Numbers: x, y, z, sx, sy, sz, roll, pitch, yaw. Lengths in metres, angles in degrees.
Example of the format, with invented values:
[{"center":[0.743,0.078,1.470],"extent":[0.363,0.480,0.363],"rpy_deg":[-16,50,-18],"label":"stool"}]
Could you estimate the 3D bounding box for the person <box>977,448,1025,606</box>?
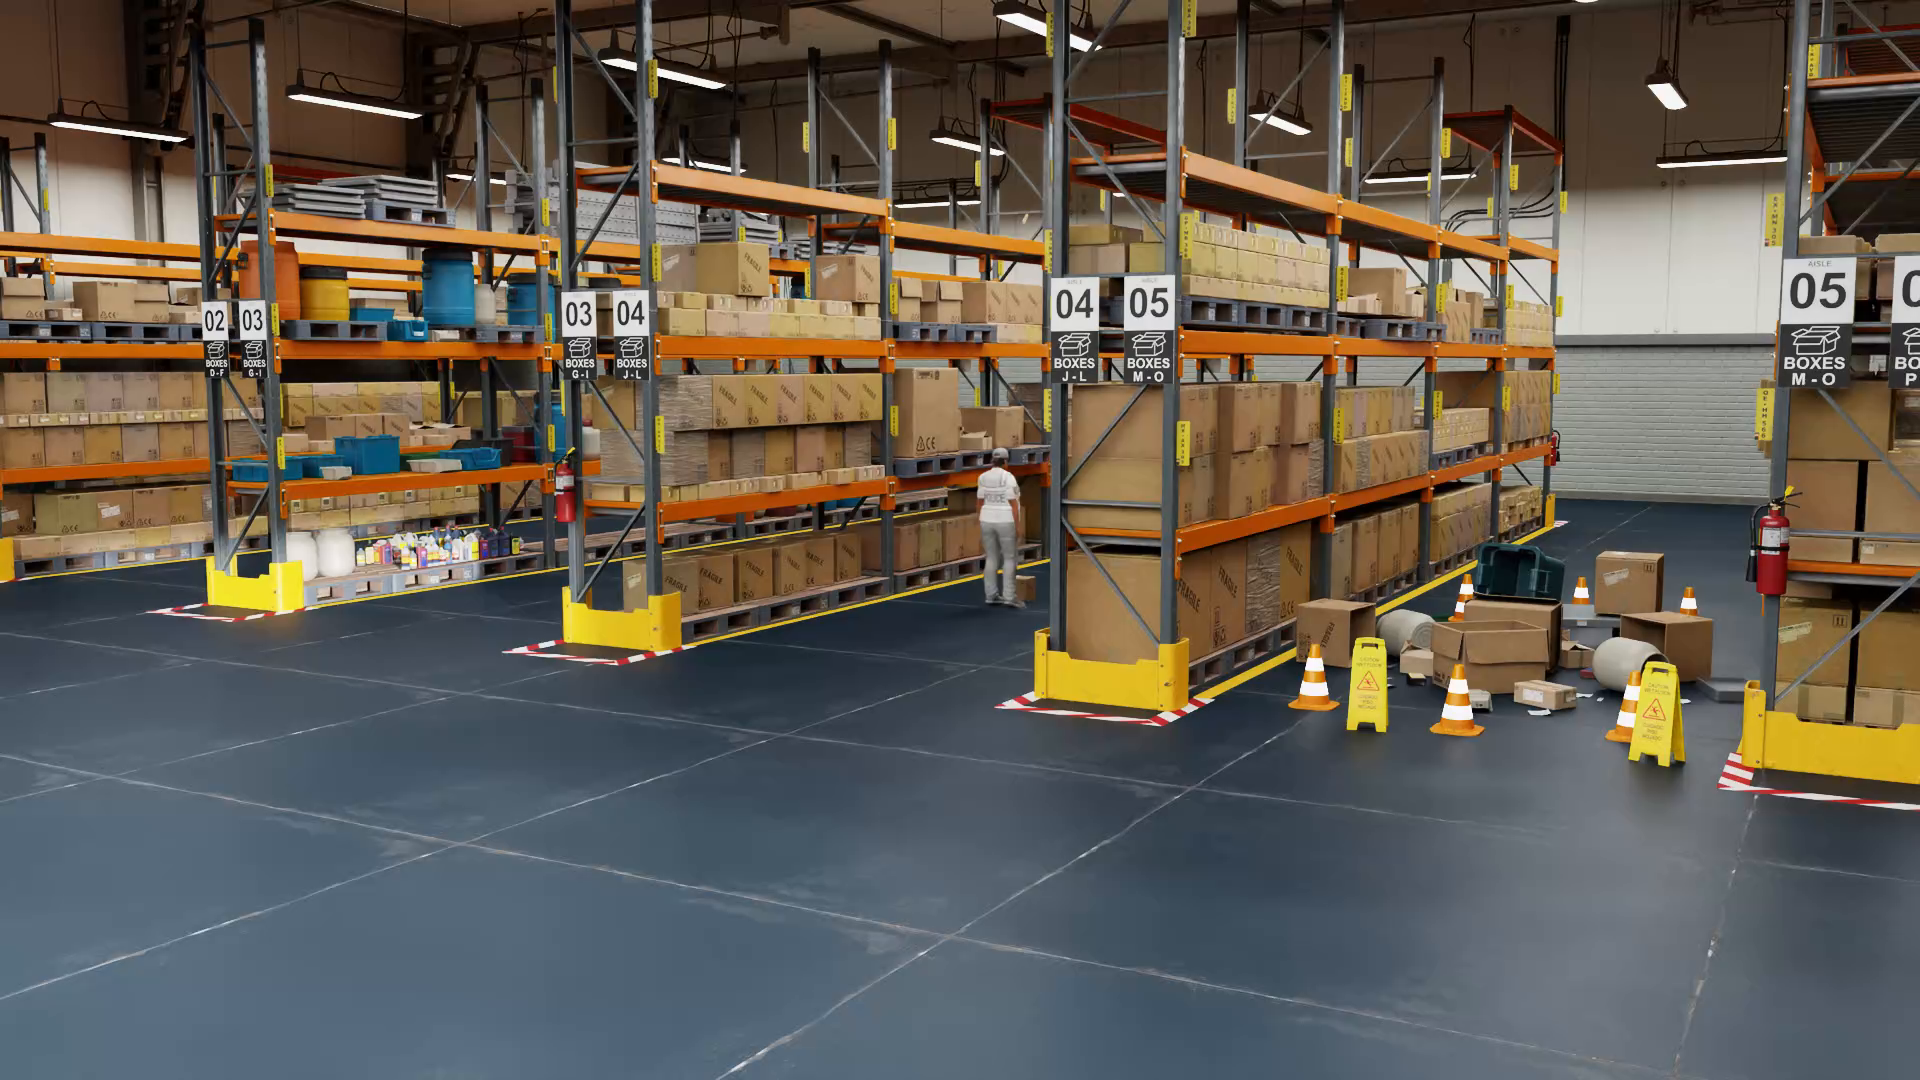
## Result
[{"center":[0.425,-0.133,17.570],"extent":[0.487,1.687,0.405],"rpy_deg":[4,7,34],"label":"person"}]
